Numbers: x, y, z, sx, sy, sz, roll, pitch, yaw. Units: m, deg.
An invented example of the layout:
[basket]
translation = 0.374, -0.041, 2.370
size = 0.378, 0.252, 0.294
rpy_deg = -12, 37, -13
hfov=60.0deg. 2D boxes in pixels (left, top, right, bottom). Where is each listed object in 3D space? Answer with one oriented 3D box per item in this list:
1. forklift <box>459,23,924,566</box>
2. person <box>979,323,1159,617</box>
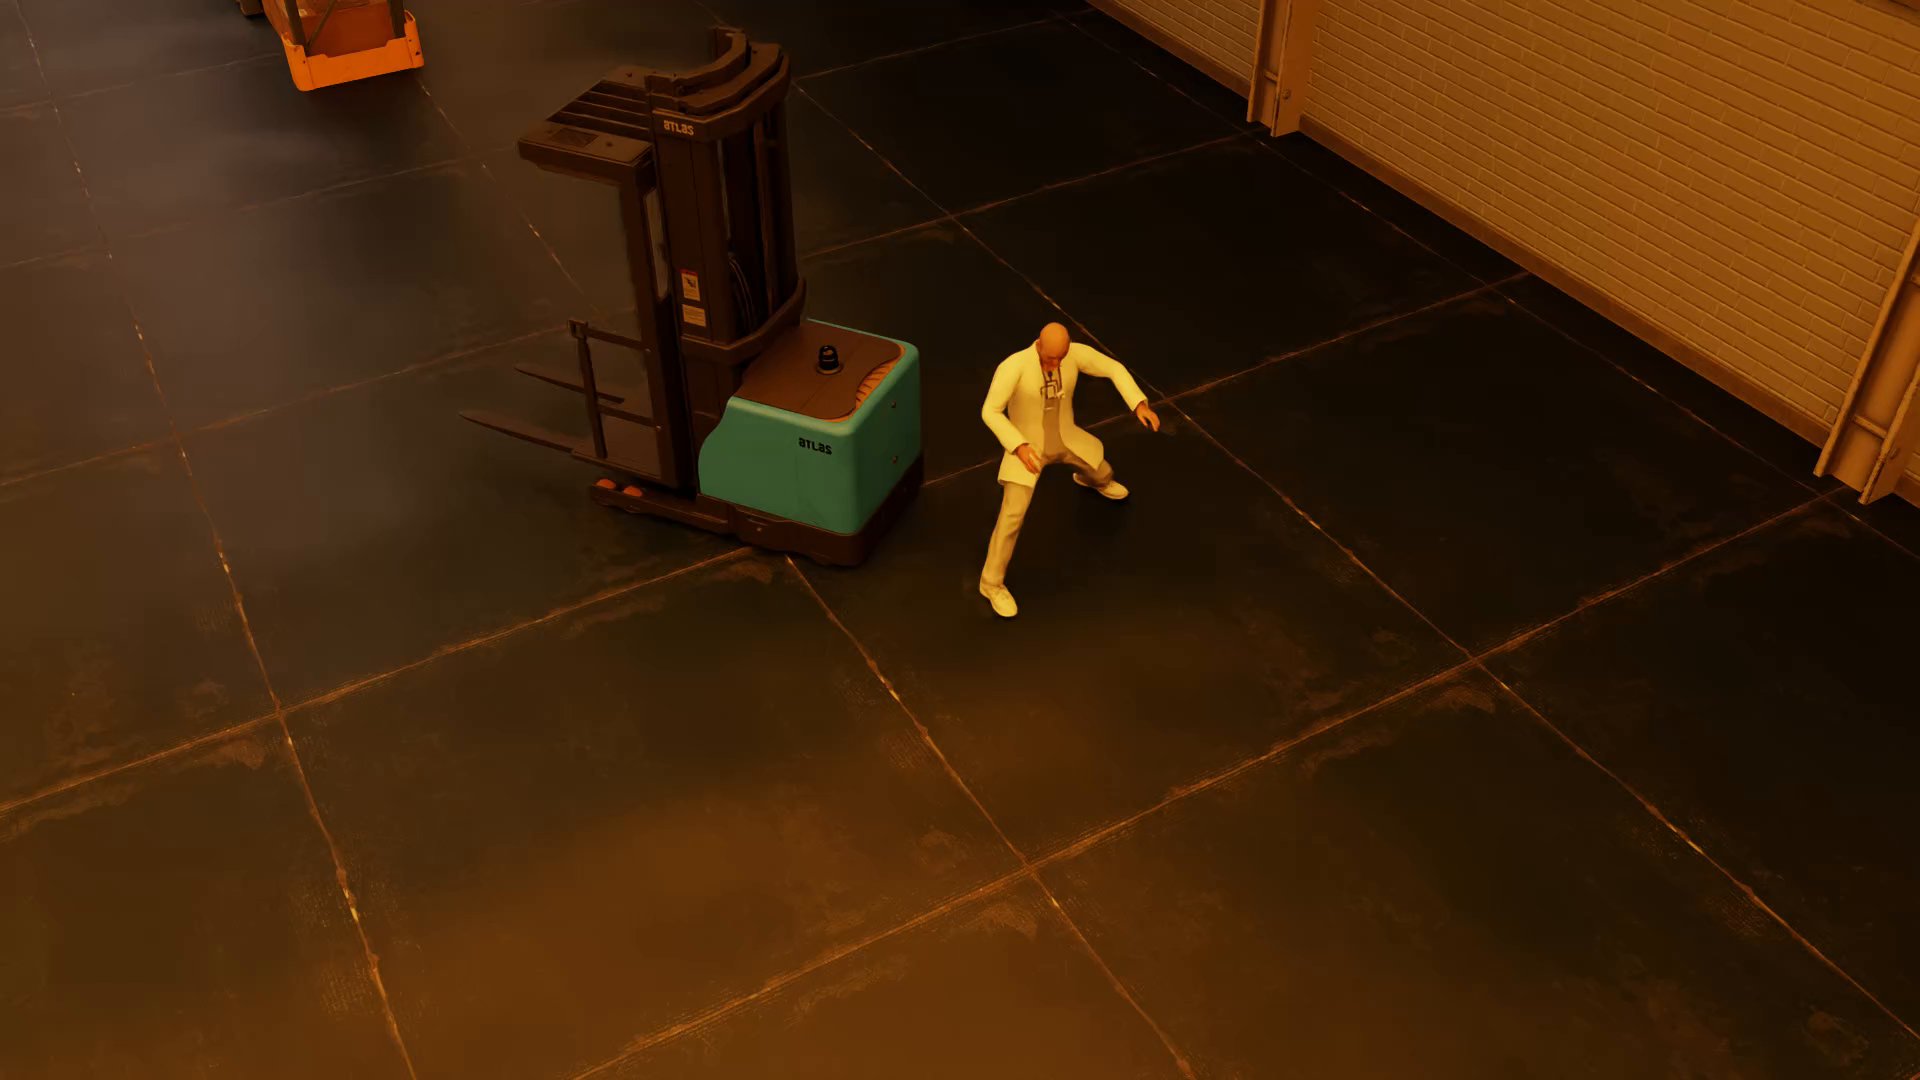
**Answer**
[forklift]
translation = -1.794, -1.591, 9.954
size = 3.031, 2.935, 1.130
rpy_deg = 16, 42, 18
[person]
translation = 0.611, -0.561, 9.790
size = 1.268, 1.568, 1.023
rpy_deg = -16, 42, -19
